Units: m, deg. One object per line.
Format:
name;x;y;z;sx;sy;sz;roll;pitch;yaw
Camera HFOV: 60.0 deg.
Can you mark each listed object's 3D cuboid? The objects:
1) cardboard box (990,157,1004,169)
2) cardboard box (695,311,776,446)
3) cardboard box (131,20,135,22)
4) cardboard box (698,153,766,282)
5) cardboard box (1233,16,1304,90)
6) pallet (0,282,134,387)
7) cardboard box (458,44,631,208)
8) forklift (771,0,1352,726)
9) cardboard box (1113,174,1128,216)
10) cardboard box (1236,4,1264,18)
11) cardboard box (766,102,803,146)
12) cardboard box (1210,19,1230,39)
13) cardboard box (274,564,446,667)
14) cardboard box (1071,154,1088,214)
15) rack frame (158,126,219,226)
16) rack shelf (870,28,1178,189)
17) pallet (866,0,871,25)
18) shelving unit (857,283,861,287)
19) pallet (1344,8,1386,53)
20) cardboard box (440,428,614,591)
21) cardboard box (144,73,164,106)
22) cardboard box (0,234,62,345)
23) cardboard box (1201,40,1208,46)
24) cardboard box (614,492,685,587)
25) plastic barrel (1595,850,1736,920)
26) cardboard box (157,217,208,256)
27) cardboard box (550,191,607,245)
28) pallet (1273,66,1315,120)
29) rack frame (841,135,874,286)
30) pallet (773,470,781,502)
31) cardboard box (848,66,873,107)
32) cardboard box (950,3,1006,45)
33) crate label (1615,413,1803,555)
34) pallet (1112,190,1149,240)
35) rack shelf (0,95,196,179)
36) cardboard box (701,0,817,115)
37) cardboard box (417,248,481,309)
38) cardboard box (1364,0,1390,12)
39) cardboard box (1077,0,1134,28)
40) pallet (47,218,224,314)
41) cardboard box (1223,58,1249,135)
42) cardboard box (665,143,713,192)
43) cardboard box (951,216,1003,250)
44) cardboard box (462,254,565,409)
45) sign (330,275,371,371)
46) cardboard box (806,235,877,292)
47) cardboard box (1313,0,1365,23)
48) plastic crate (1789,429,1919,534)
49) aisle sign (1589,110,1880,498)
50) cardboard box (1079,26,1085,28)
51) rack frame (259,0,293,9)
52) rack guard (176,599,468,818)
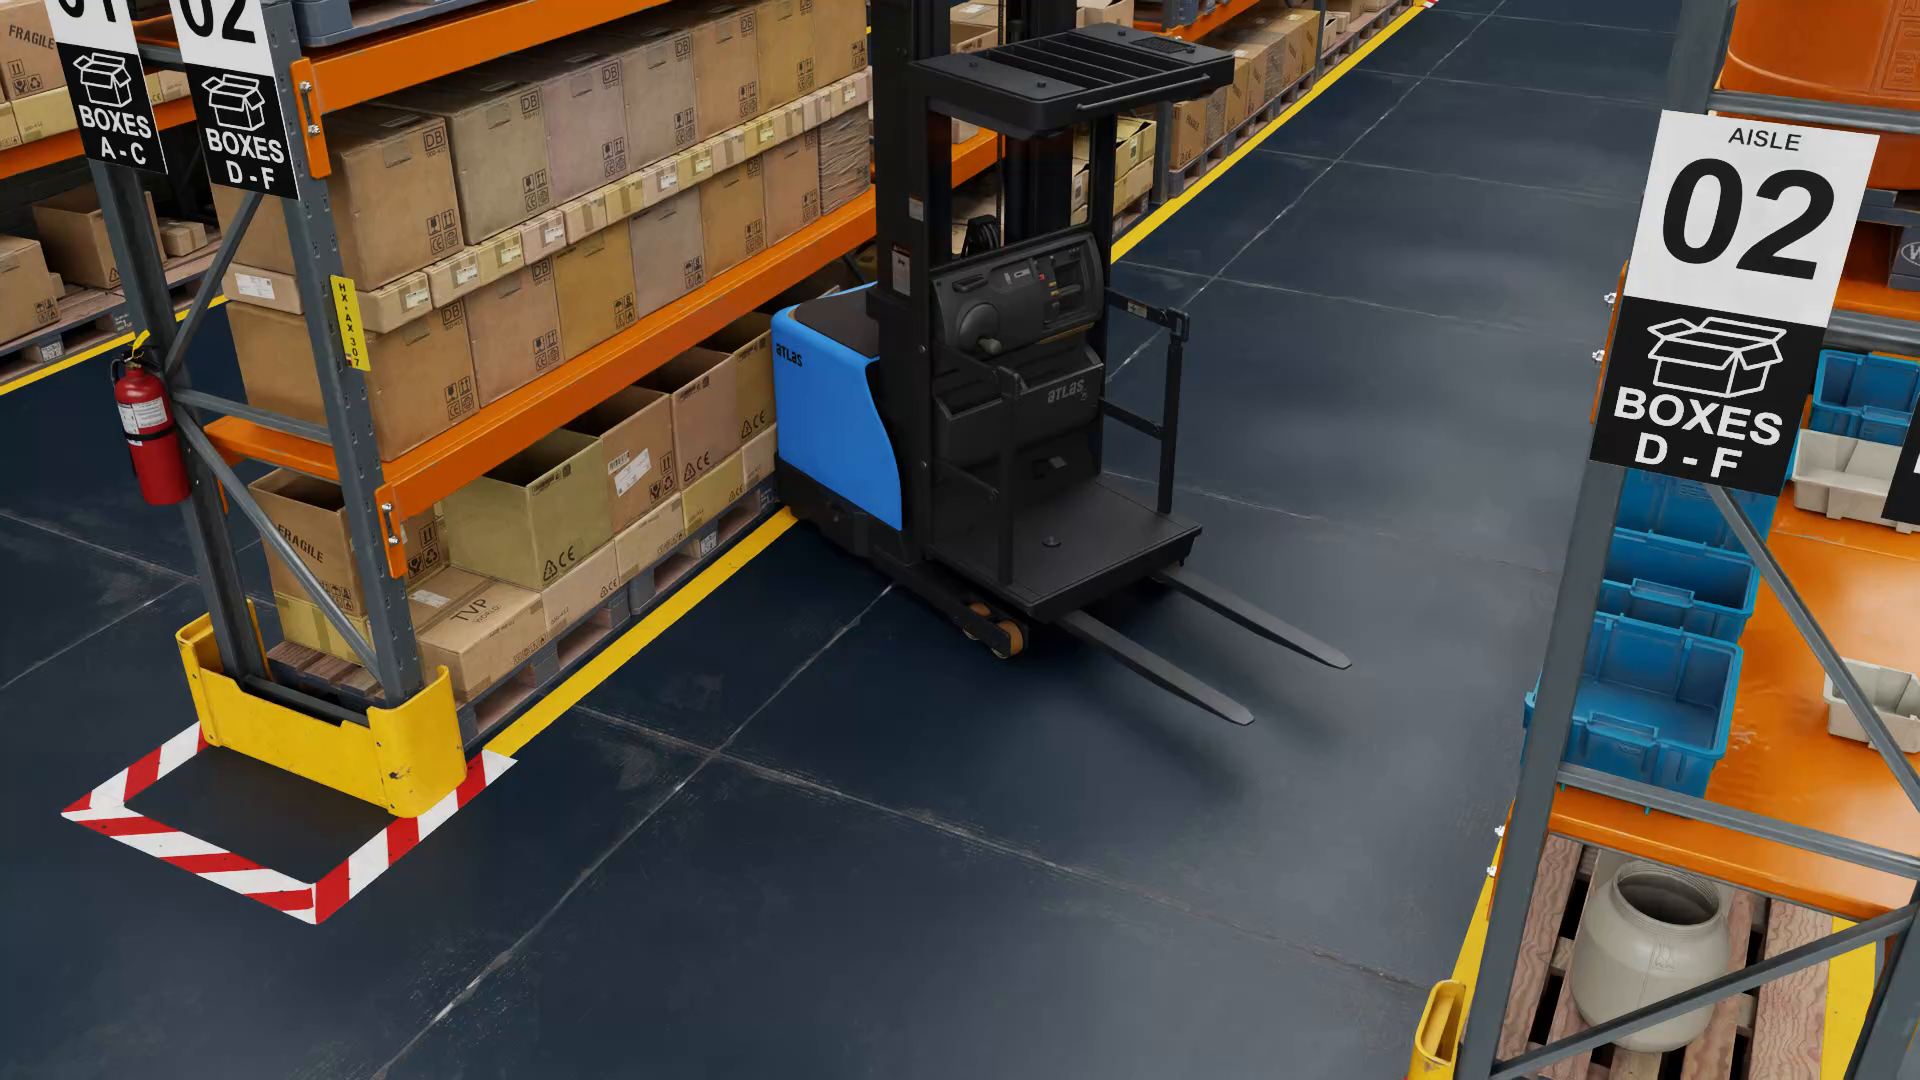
cardboard box;0.154;-2.594;11.531;0.500;0.311;0.500;13;32;22
cardboard box;-1.181;-0.832;8.272;0.500;0.500;0.500;14;33;23
cardboard box;-5.276;-3.102;10.017;0.500;0.500;0.500;14;33;23
cardboard box;-1.365;-1.602;7.927;0.700;0.500;0.500;15;33;24
cardboard box;2.740;-4.366;14.908;0.500;0.500;0.500;14;33;23
pallet;-5.942;-1.278;10.263;1.003;0.211;1.213;14;33;23
cardboard box;-1.812;-1.732;6.850;0.700;0.500;0.500;14;33;23
forklift;0.402;-1.033;7.105;1.130;2.935;3.031;-23;37;-34
cardboard box;0.866;-2.458;11.858;0.500;0.250;0.500;14;33;23
cardboard box;2.505;-4.707;15.504;0.500;0.500;0.500;13;32;21
cardboard box;-0.985;-2.026;8.015;0.380;0.149;0.250;14;33;23
cardboard box;2.050;-4.589;14.545;0.500;0.250;0.500;14;33;23
cardboard box;-2.543;0.265;7.115;0.500;0.250;0.500;14;33;23
cardboard box;0.638;-2.476;11.327;0.500;0.311;0.500;14;33;23
rack frame;-5.113;-3.335;11.046;1.000;3.000;0.127;14;33;23
rack shelf;0.209;-2.788;10.815;1.077;0.370;4.000;14;33;23
pallet;-1.053;-5.992;18.473;1.003;0.211;1.213;14;33;23
shelving unit;-0.455;-0.899;8.886;0.258;0.900;0.210;12;34;25
pallet;3.811;-5.398;17.438;1.003;0.211;1.213;14;33;23
cardboard box;-1.856;-0.164;7.110;0.500;0.500;0.500;14;33;23
cardboard box;-5.294;-2.781;10.212;0.500;0.250;0.500;14;33;23
cardboard box;-5.902;-1.522;9.956;0.700;0.500;0.500;12;32;20
cardboard box;1.807;-4.025;14.315;0.500;0.500;0.500;13;32;21
cardboard box;-1.629;-0.061;7.684;0.500;0.250;0.500;14;33;23
plastic barrel;2.344;1.051;5.485;0.421;0.512;0.421;0;30;0
cardboard box;-5.330;-2.054;11.217;0.380;0.166;0.250;10;31;17
cardboard box;-1.685;-1.348;6.833;0.380;0.149;0.250;13;32;22
pallet;2.606;-4.181;15.320;1.003;0.211;1.213;14;33;23
rack frame;-0.702;-2.213;9.092;1.000;3.000;0.127;14;33;23
pallet;-1.101;-0.661;9.189;1.003;0.211;1.213;14;33;23
cardboard box;-0.635;-2.369;8.611;0.380;0.149;0.250;14;33;23
cardboard box;0.131;-3.049;10.447;0.500;0.500;0.500;14;33;23
crate label;2.482;-0.207;5.563;0.502;0.435;0.616;14;33;23
pallet;0.711;-2.421;12.254;1.003;0.211;1.213;14;33;23
rack shelf;-6.024;-2.137;9.681;1.077;0.370;4.000;14;33;23
cardboard box;-1.127;-2.397;8.009;0.700;0.500;0.500;14;33;23
cardboard box;-2.036;-1.007;6.241;0.380;0.149;0.250;13;32;22
cardboard box;4.277;-5.820;17.692;0.500;0.250;0.500;14;33;23
cardboard box;0.916;-3.797;11.939;0.500;0.311;0.500;16;34;26
pallet;-5.388;-1.820;11.208;1.003;0.211;1.213;14;33;23
cardboard box;2.049;-3.685;13.723;0.500;0.500;0.500;14;33;23
cardboard box;-1.333;-1.688;7.425;0.380;0.149;0.250;15;33;25
cardboard box;-0.059;-1.794;10.138;0.500;0.311;0.500;14;33;23
cardboard box;-2.065;-0.921;6.742;0.700;0.500;0.500;15;33;25
sign;-2.033;-0.721;5.545;0.100;0.325;0.005;14;33;23
cardboard box;-0.773;-1.691;9.959;0.500;0.311;0.500;14;33;23
cardboard box;3.794;-5.702;17.232;0.797;0.503;0.637;14;33;23
plastic crate;3.192;-0.196;5.845;0.530;0.136;0.437;14;33;23
aisle sign;1.587;-0.478;3.459;0.394;0.787;0.004;14;33;23
cardboard box;0.957;-3.416;11.439;0.380;0.149;0.250;14;33;23
rack frame;-2.524;-3.042;4.510;1.000;3.000;0.127;14;33;23
rack guard;-2.535;0.655;6.608;1.175;0.500;0.348;14;33;23
